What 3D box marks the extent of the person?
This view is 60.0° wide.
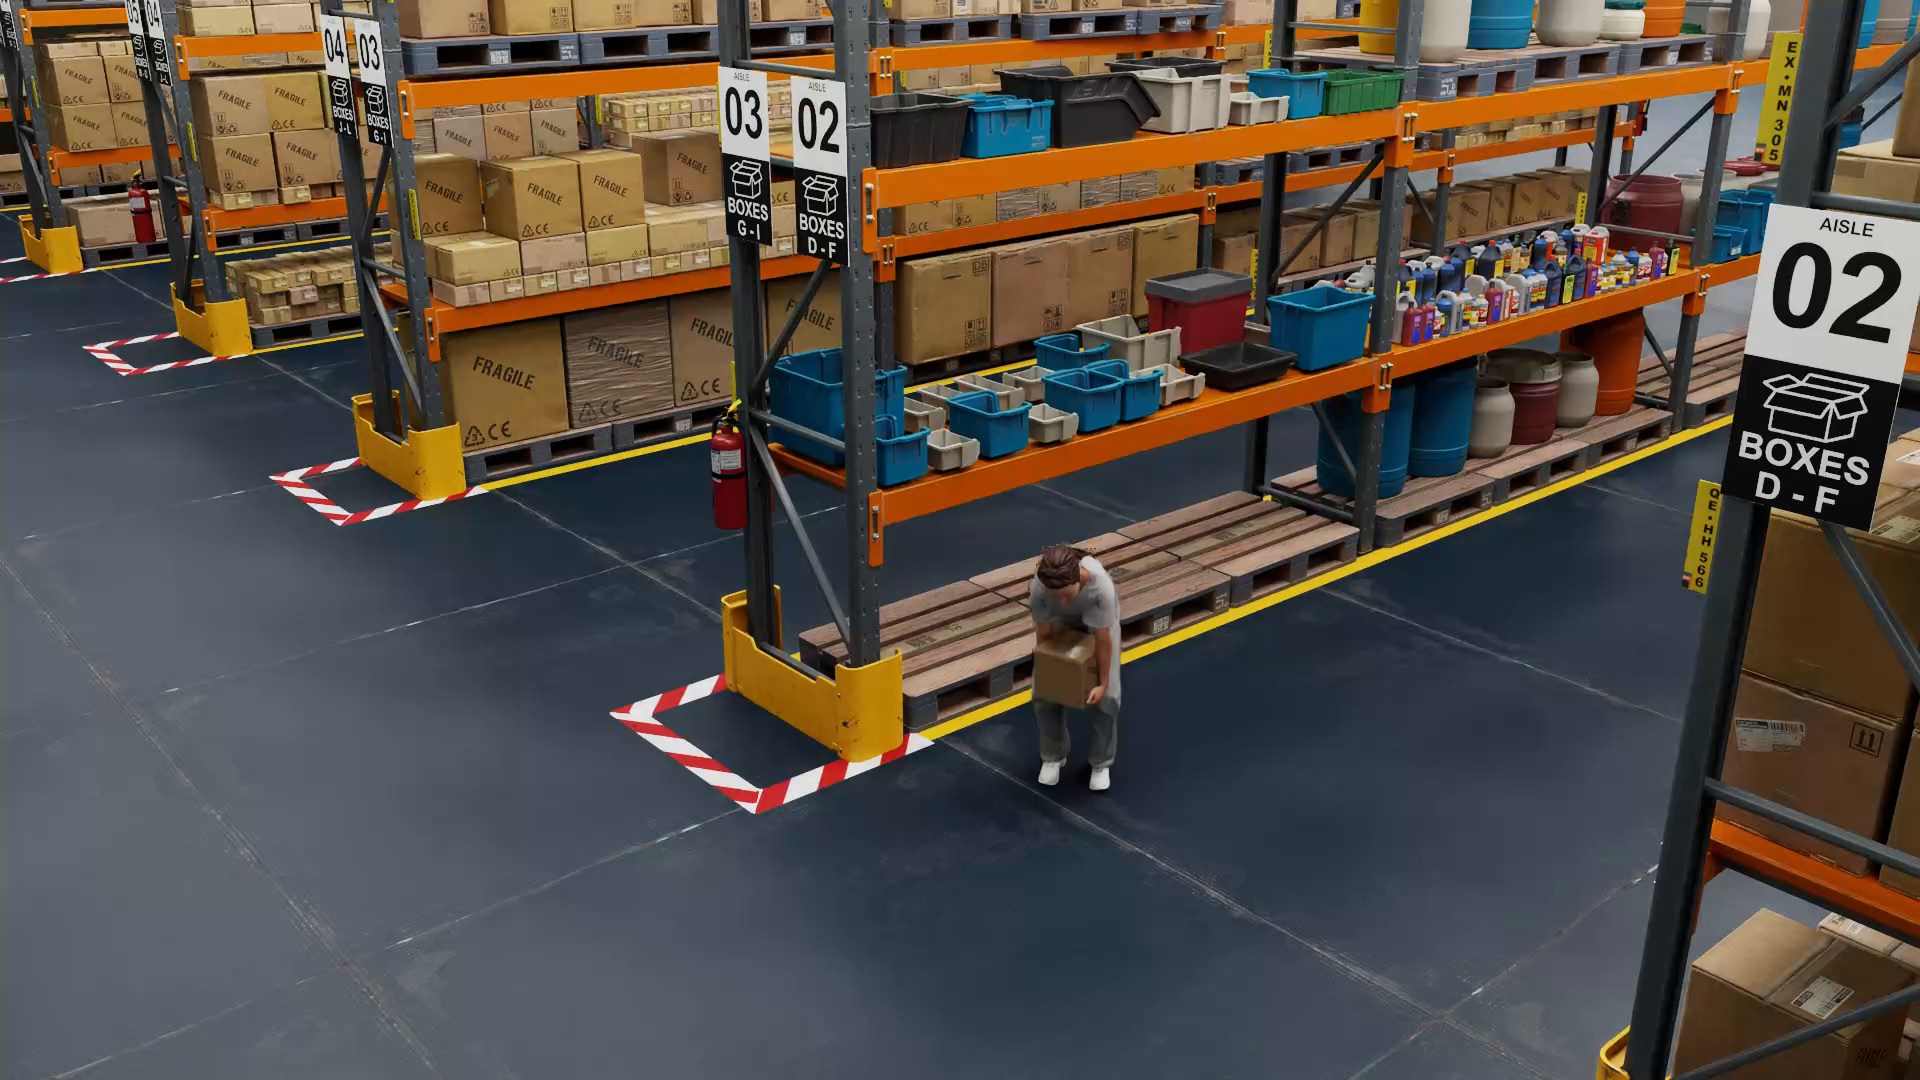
[{"bbox_3d":[0.518,0.571,7.570,0.418,1.343,0.789,4,21,10],"label":"person"}]
